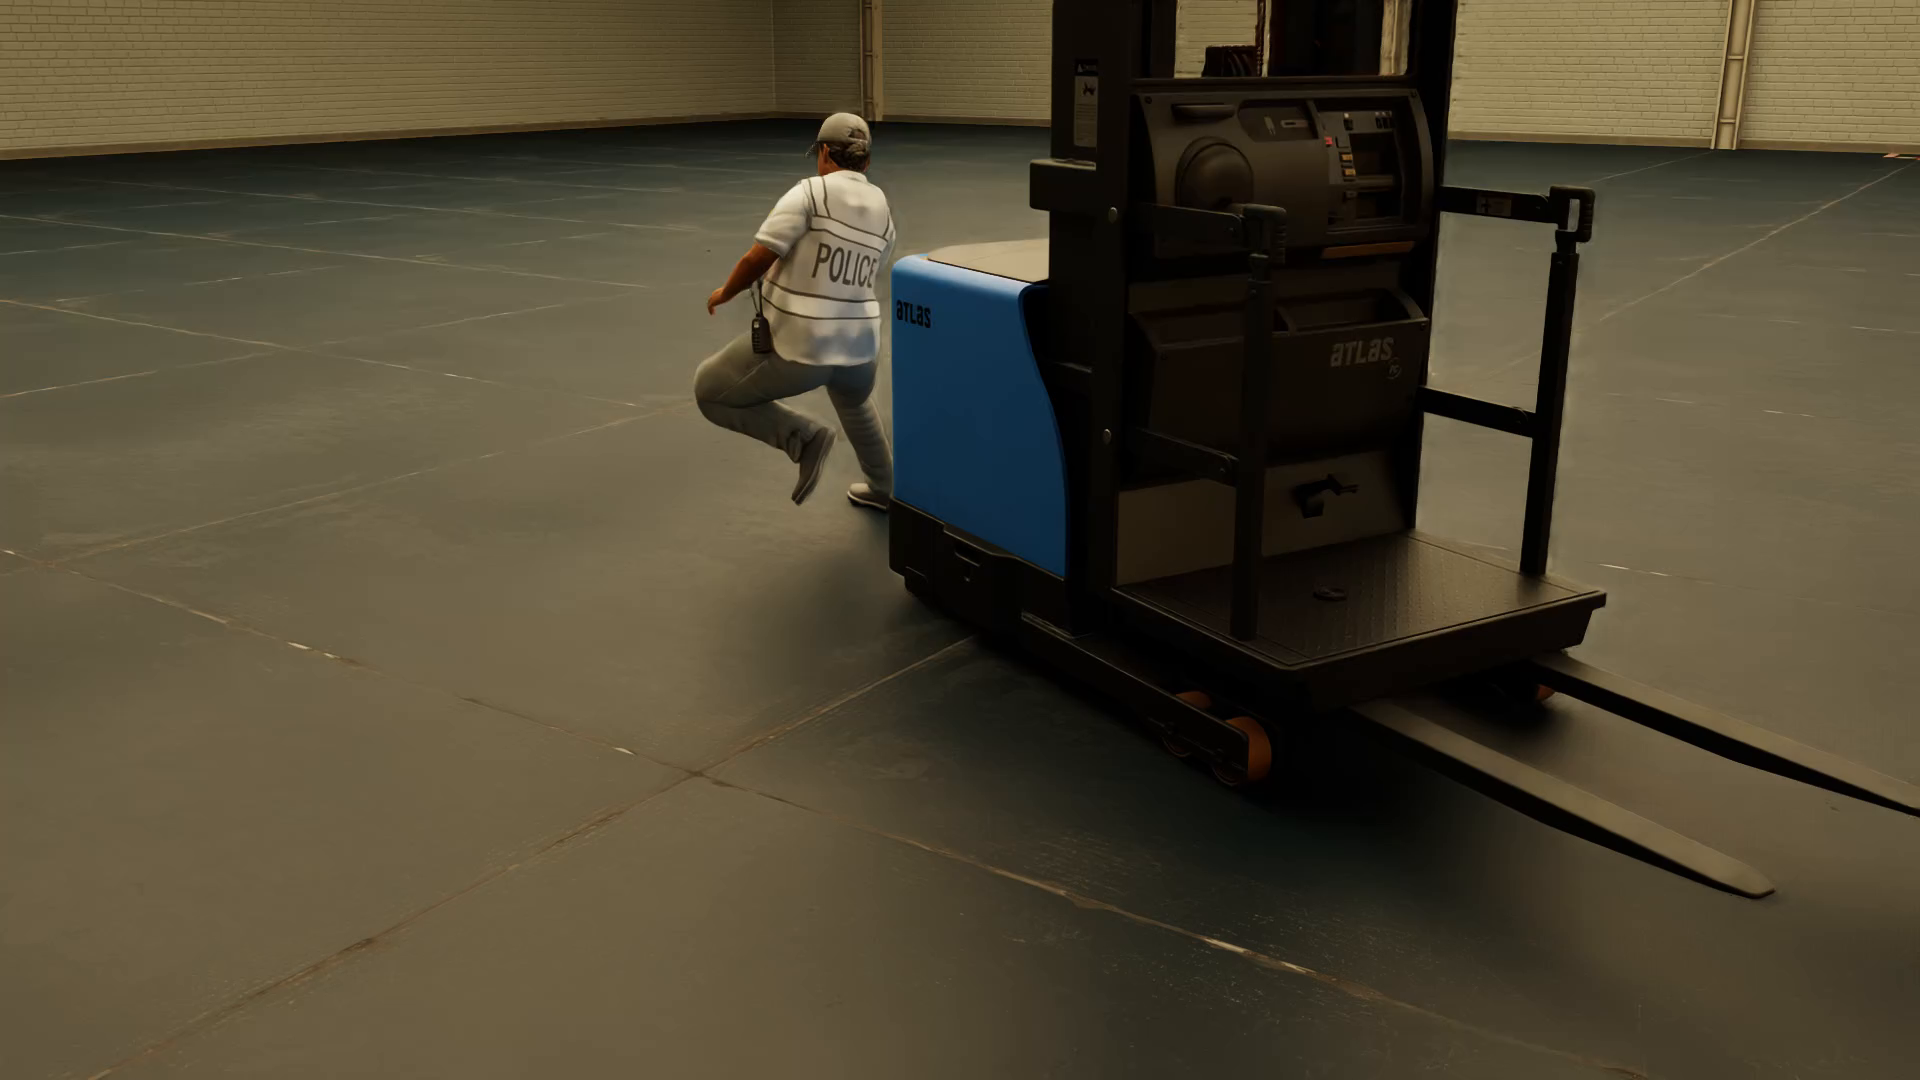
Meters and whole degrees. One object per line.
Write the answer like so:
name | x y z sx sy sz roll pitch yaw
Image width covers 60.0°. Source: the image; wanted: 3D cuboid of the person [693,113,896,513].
person | -0.533 -0.763 5.911 0.799 1.471 0.751 -13 21 -36

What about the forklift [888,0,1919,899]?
forklift | 0.955 -0.966 4.062 1.130 2.935 3.031 -10 19 -29
